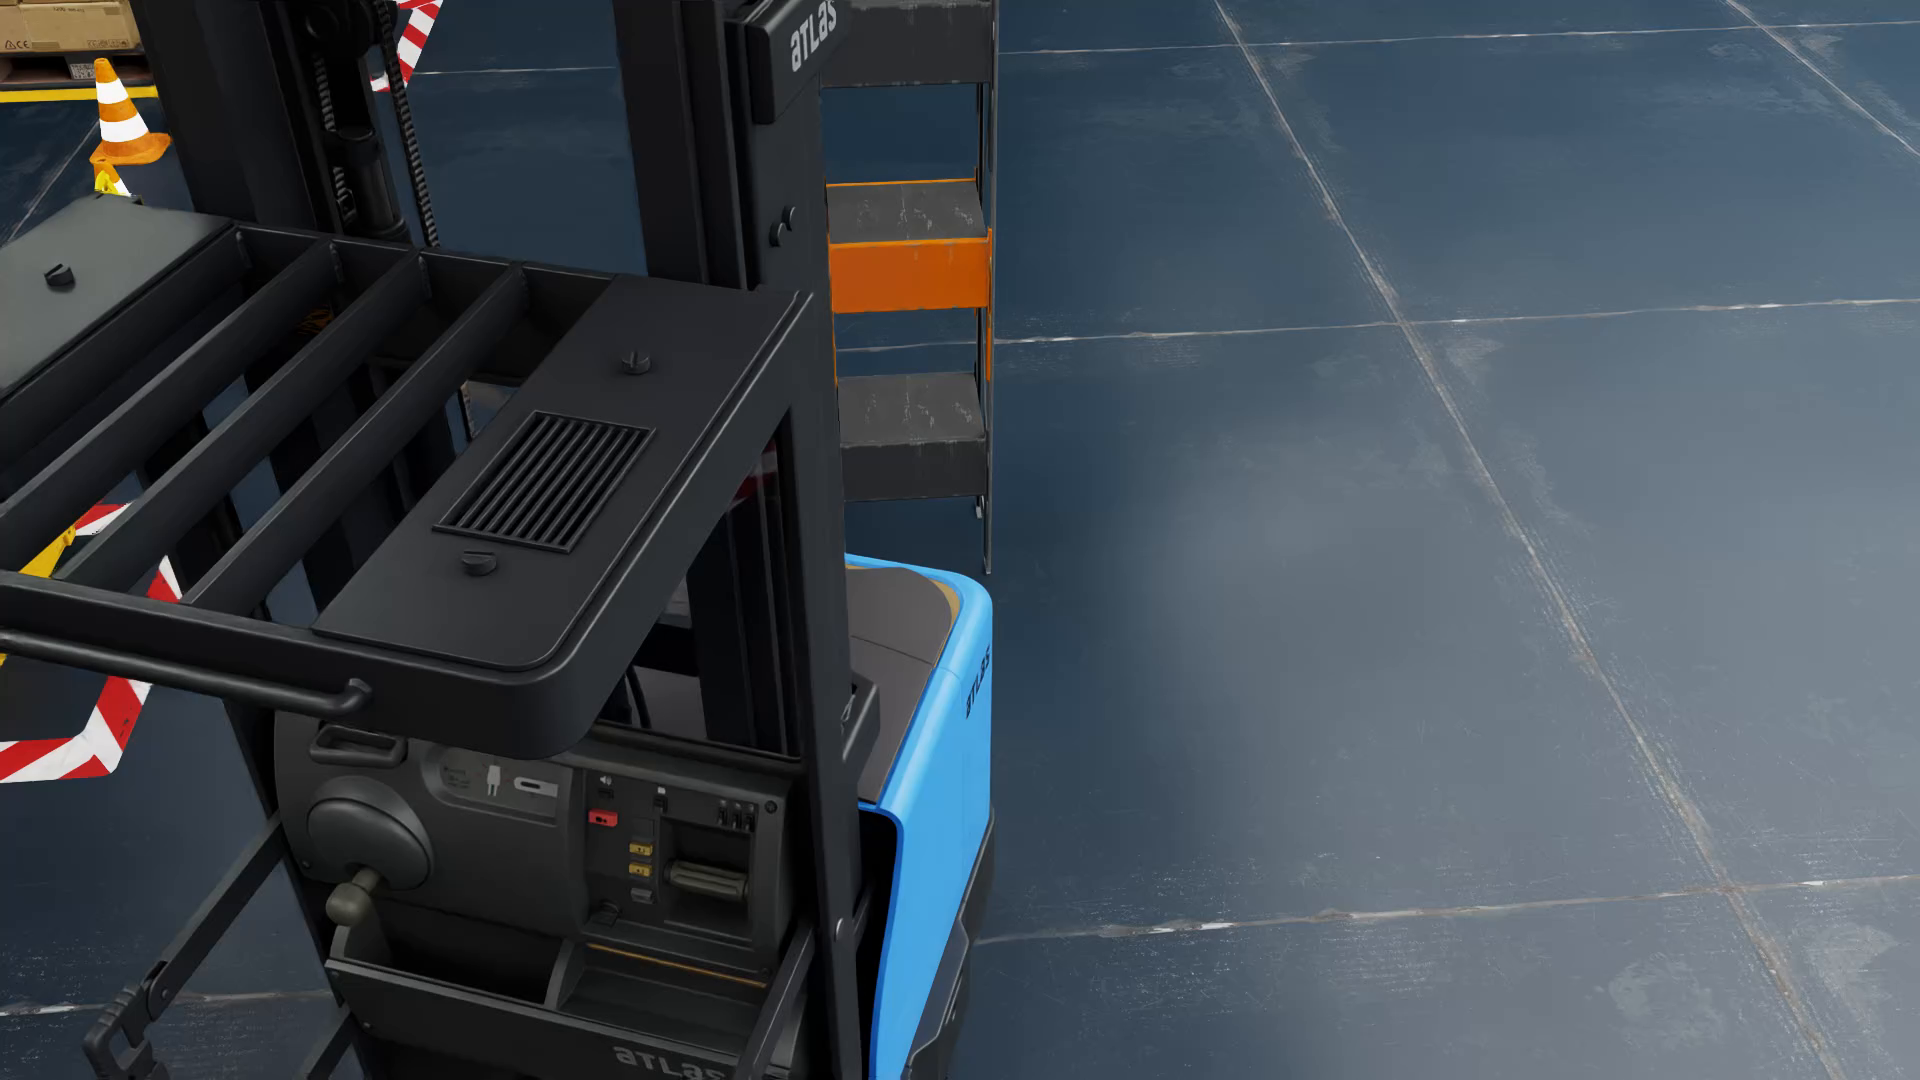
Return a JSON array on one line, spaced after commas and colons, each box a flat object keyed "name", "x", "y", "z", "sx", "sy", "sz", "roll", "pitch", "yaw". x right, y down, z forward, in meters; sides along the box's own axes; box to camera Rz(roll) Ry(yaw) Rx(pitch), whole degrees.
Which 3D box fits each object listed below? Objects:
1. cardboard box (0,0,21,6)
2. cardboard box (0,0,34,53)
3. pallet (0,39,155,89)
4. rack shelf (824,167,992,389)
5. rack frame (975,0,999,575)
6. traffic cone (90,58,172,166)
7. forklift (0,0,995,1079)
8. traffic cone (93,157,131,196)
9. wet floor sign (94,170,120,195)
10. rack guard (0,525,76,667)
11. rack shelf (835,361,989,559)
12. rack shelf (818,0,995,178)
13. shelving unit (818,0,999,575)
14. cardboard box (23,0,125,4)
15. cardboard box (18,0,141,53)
[{"name": "cardboard box", "x": -5.054, "y": -3.056, "z": 8.477, "sx": 0.500, "sy": 0.500, "sz": 0.500, "roll": -2, "pitch": 38, "yaw": -2}, {"name": "cardboard box", "x": -5.058, "y": -2.763, "z": 8.711, "sx": 0.500, "sy": 0.250, "sz": 0.500, "roll": -3, "pitch": 38, "yaw": -4}, {"name": "pallet", "x": -4.648, "y": -2.790, "z": 9.116, "sx": 1.213, "sy": 0.211, "sz": 1.003, "roll": -3, "pitch": 38, "yaw": -4}, {"name": "rack shelf", "x": -0.165, "y": -0.805, "z": 5.097, "sx": 0.480, "sy": 0.518, "sz": 0.431, "roll": -3, "pitch": 38, "yaw": -4}, {"name": "rack frame", "x": 0.078, "y": -0.829, "z": 5.105, "sx": 0.015, "sy": 2.100, "sz": 0.400, "roll": -3, "pitch": 38, "yaw": -4}, {"name": "traffic cone", "x": -4.074, "y": -2.096, "z": 8.033, "sx": 0.334, "sy": 0.463, "sz": 0.336, "roll": -3, "pitch": 38, "yaw": -4}, {"name": "forklift", "x": -0.789, "y": 0.582, "z": 2.647, "sx": 1.130, "sy": 2.935, "sz": 3.031, "roll": 10, "pitch": 39, "yaw": 12}, {"name": "traffic cone", "x": -3.637, "y": -1.430, "z": 7.189, "sx": 0.334, "sy": 0.463, "sz": 0.336, "roll": -3, "pitch": 38, "yaw": -4}, {"name": "wet floor sign", "x": -3.367, "y": -1.162, "z": 6.702, "sx": 0.232, "sy": 0.644, "sz": 0.267, "roll": -9, "pitch": 39, "yaw": -12}, {"name": "rack guard", "x": -3.197, "y": 0.117, "z": 5.198, "sx": 0.348, "sy": 0.500, "sz": 1.175, "roll": -3, "pitch": 38, "yaw": -4}, {"name": "rack shelf", "x": -0.165, "y": -0.255, "z": 5.530, "sx": 0.480, "sy": 0.518, "sz": 0.431, "roll": -3, "pitch": 38, "yaw": -4}, {"name": "rack shelf", "x": -0.165, "y": -1.354, "z": 4.663, "sx": 0.480, "sy": 0.518, "sz": 0.431, "roll": -3, "pitch": 38, "yaw": -4}, {"name": "shelving unit", "x": -0.165, "y": -0.815, "z": 5.088, "sx": 0.503, "sy": 2.100, "sz": 0.431, "roll": -3, "pitch": 38, "yaw": -4}, {"name": "cardboard box", "x": -4.534, "y": -3.087, "z": 8.516, "sx": 0.500, "sy": 0.500, "sz": 0.500, "roll": -3, "pitch": 38, "yaw": -4}, {"name": "cardboard box", "x": -4.565, "y": -2.786, "z": 8.740, "sx": 0.500, "sy": 0.250, "sz": 0.500, "roll": -3, "pitch": 38, "yaw": -4}]
